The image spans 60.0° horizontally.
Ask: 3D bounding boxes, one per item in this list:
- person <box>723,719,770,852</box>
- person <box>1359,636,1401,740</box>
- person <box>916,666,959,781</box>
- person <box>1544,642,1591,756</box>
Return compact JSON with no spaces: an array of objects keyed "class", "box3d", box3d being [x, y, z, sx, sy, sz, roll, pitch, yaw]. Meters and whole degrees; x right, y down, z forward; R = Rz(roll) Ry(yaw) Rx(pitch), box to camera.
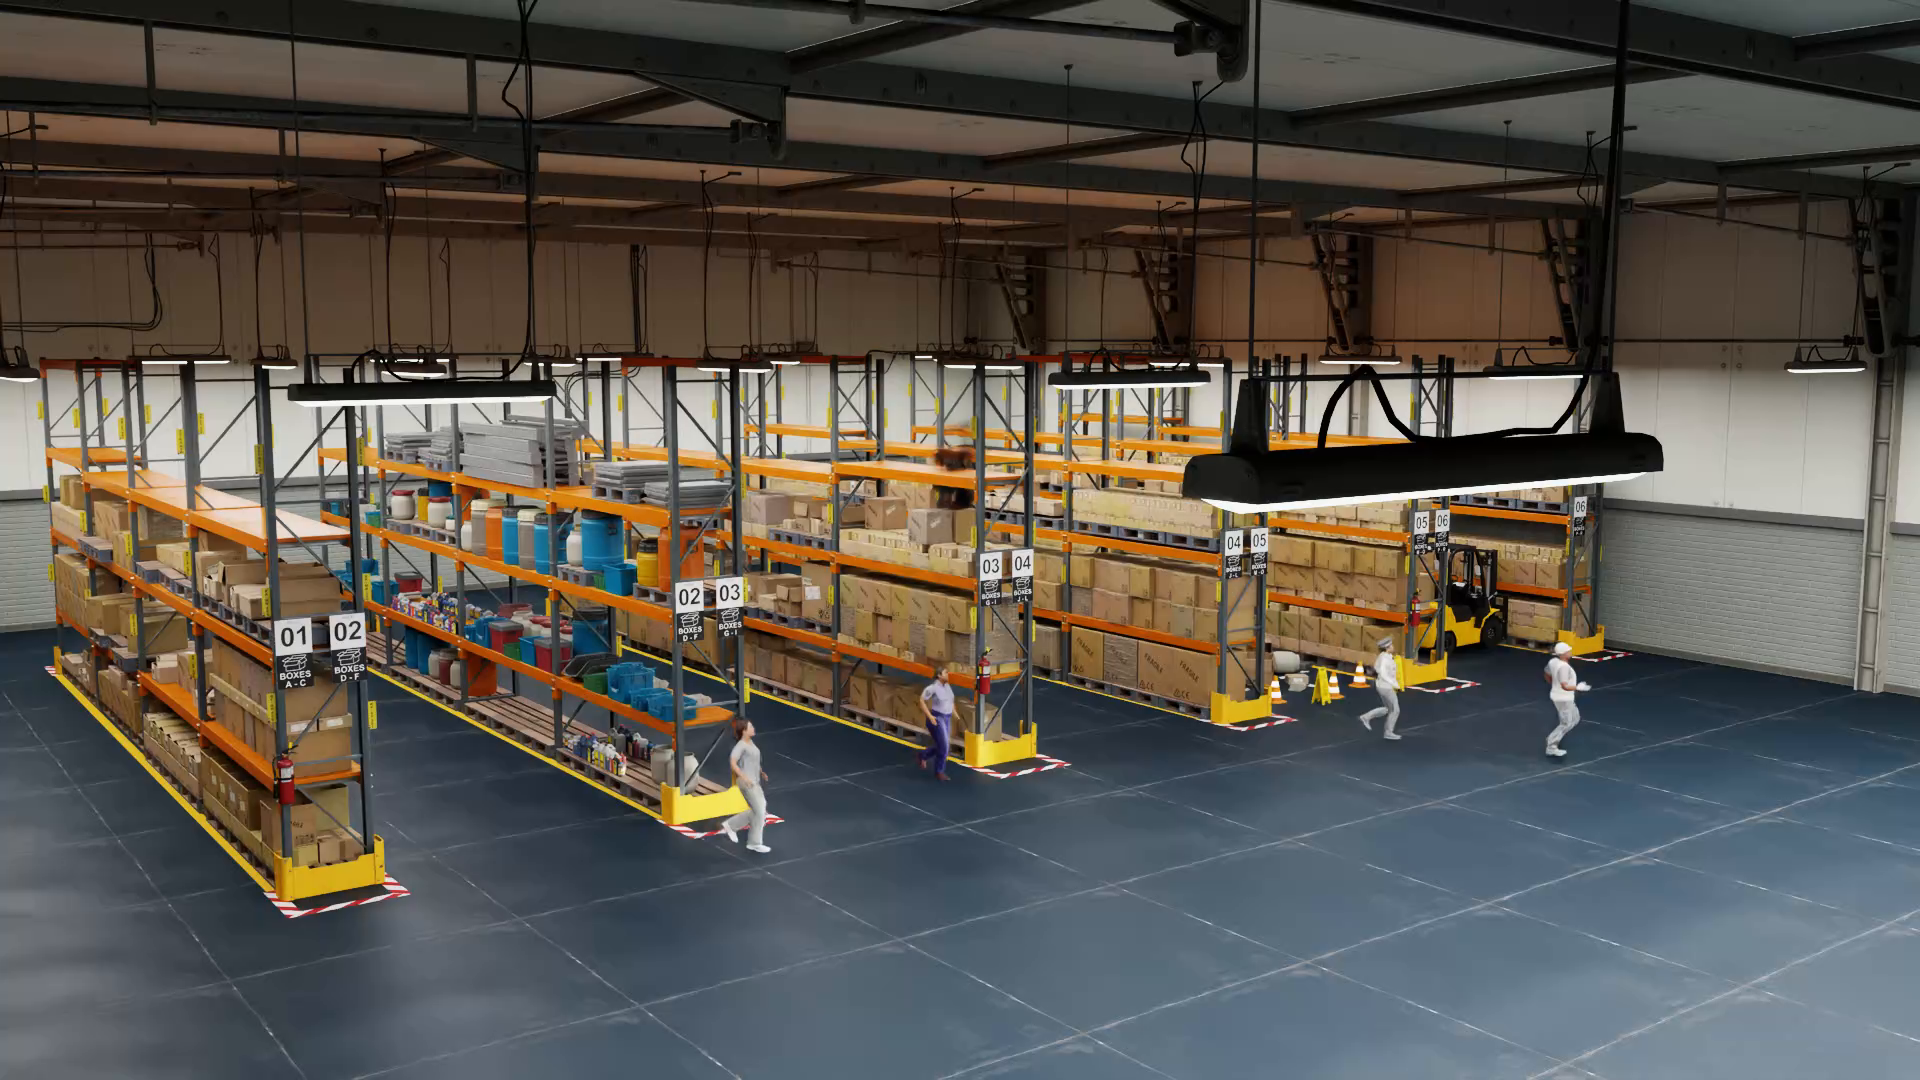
[{"class":"person","box3d":[-2.653,3.050,20.758,0.625,1.647,0.604,1,7,11]},{"class":"person","box3d":[6.700,2.351,26.393,0.656,1.654,0.632,1,7,7]},{"class":"person","box3d":[-0.318,2.647,24.215,0.646,1.620,0.650,5,8,34]},{"class":"person","box3d":[9.239,2.418,25.312,0.614,1.746,0.665,1,7,10]}]
